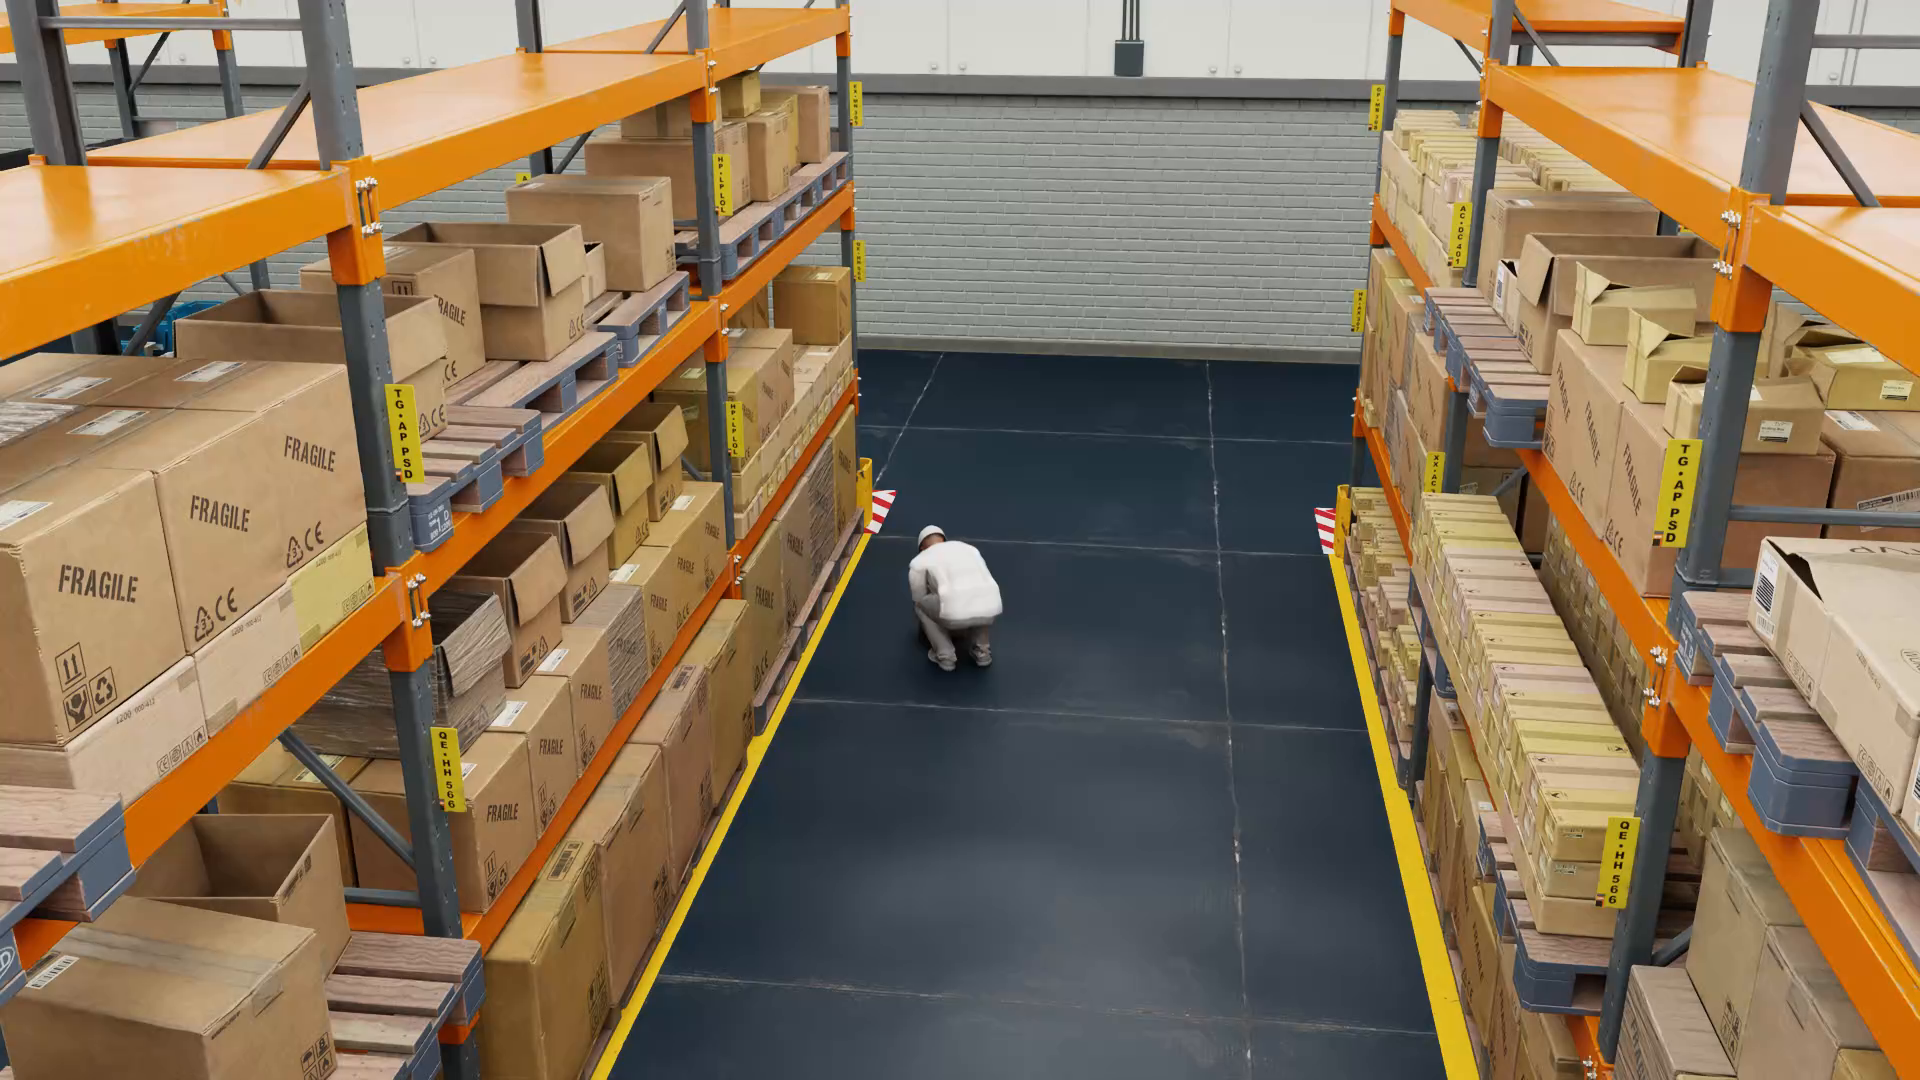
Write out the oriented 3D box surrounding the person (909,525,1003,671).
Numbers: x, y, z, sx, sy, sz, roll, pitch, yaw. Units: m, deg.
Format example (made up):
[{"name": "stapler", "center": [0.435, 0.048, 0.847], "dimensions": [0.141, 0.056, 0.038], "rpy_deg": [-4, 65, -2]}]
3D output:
[{"name": "person", "center": [-0.060, 0.428, 11.380], "dimensions": [0.532, 0.859, 0.946], "rpy_deg": [-7, 22, -18]}]
